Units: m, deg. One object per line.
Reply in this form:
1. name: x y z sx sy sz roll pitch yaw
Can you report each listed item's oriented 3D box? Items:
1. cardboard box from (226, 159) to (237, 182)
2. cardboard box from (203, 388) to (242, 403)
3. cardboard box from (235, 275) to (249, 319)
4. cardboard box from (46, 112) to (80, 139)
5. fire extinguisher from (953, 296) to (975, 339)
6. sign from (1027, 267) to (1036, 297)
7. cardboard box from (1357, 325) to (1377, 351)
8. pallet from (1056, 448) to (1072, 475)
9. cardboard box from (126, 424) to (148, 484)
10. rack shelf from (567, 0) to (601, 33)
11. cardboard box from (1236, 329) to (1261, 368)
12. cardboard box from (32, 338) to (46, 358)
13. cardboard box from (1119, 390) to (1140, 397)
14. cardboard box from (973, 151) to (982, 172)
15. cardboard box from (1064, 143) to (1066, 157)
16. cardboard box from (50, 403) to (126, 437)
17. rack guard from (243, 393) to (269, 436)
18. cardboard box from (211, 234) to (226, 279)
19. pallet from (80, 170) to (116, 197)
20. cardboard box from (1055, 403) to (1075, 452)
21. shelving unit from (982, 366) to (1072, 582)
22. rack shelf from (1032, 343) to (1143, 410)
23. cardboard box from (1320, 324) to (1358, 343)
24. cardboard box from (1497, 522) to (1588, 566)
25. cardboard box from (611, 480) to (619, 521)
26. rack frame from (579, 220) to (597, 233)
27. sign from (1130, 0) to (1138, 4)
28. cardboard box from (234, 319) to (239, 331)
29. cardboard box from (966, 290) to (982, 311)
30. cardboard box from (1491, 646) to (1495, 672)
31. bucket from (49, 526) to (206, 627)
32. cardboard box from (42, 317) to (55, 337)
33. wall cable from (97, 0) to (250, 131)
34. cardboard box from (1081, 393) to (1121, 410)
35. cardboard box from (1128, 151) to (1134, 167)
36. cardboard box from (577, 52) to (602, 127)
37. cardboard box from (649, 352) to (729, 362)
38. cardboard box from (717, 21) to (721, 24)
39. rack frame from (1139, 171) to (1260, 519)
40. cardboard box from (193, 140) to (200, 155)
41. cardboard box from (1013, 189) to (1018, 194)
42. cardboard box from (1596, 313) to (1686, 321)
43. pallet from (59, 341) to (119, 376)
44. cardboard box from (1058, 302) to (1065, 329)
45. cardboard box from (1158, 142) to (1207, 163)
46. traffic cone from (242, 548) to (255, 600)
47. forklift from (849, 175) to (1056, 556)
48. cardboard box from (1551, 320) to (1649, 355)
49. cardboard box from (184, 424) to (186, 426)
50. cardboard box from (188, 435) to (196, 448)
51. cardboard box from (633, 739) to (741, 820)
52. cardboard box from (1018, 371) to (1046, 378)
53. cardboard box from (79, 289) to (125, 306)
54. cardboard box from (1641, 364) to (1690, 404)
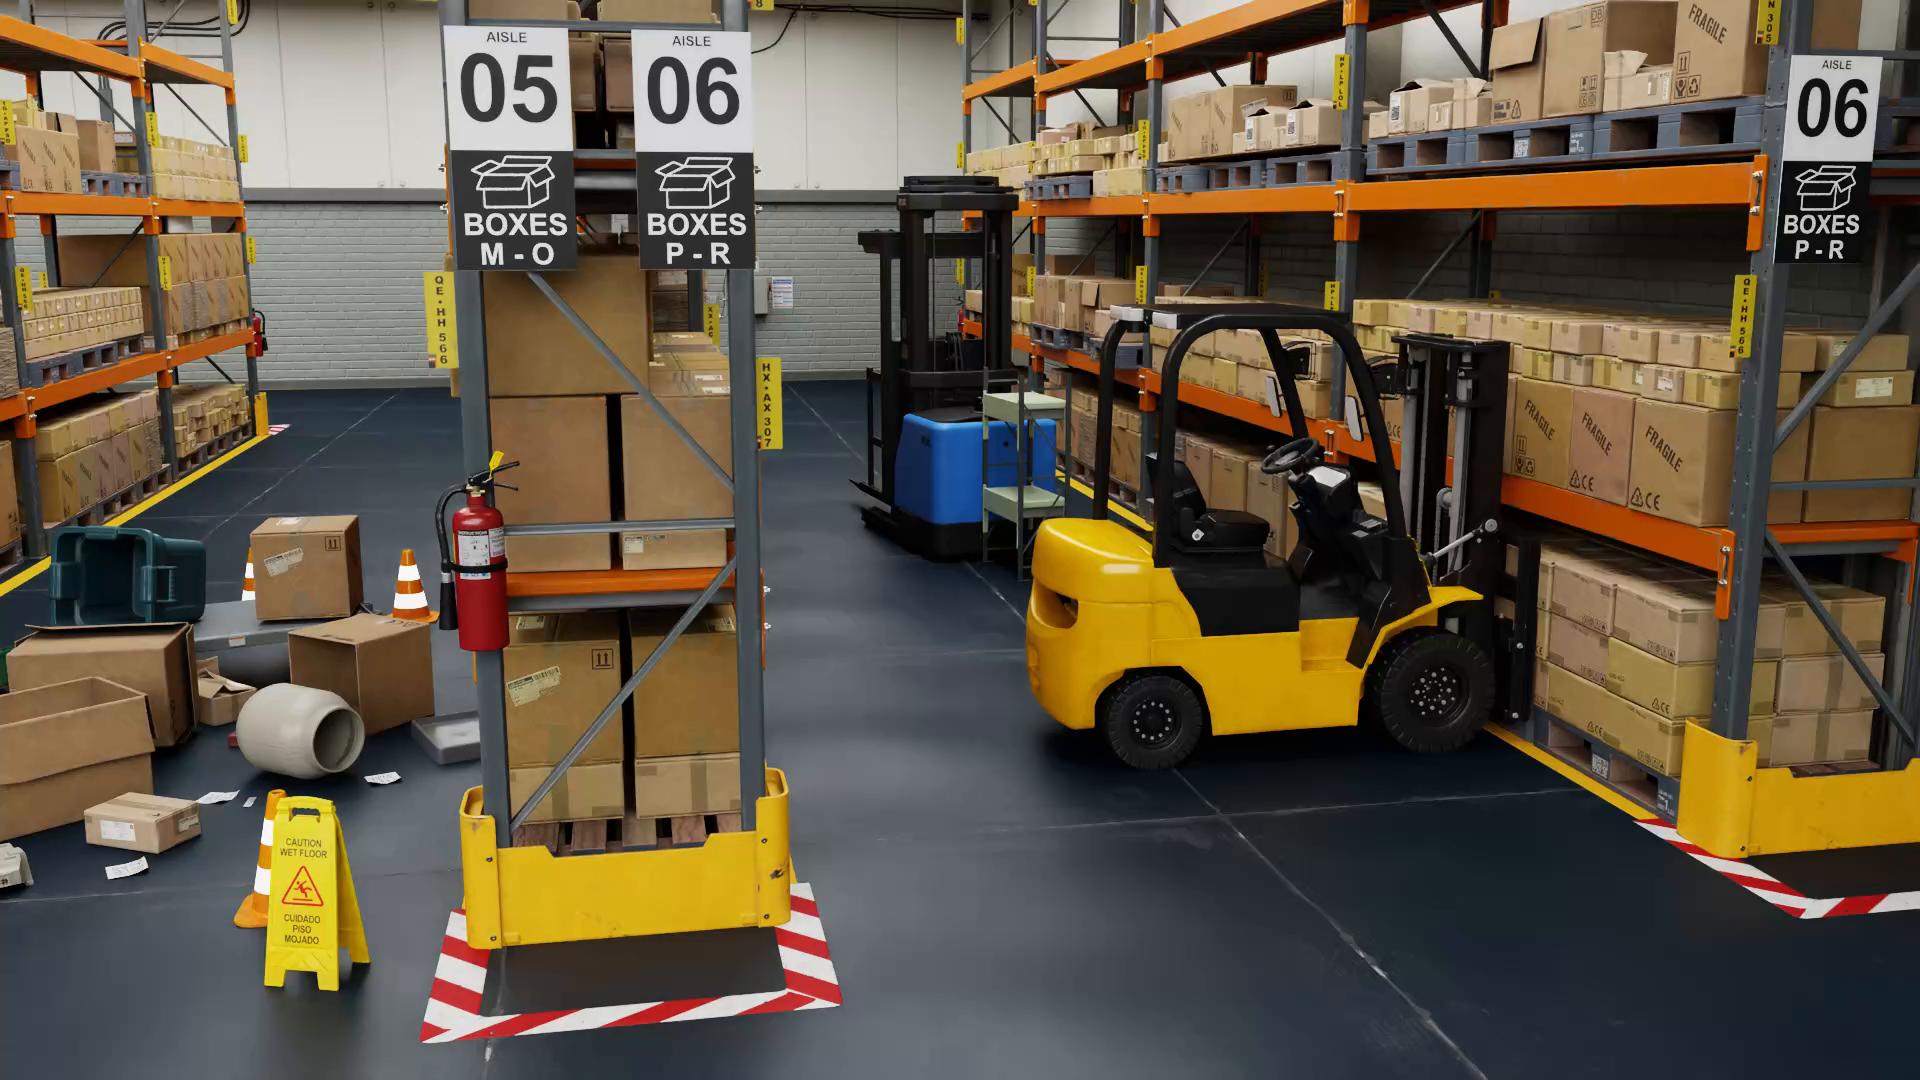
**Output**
1. cardboard box: -8.824 -4.346 19.550 0.500 0.250 0.500 -2 11 -13
2. cardboard box: -8.644 -1.695 19.490 0.380 0.149 0.250 -2 11 -12
3. cardboard box: -8.824 -2.898 19.837 0.500 0.500 0.500 -2 11 -10
4. cardboard box: -8.214 -3.485 14.561 0.797 0.503 0.637 -2 11 -12
5. fire extinguisher: 0.059 -2.945 22.349 0.296 0.674 0.183 -2 11 -11
6. sign: 0.788 -2.826 18.207 0.100 0.325 0.005 -2 11 -11
7. cardboard box: 2.679 -1.255 10.263 0.380 0.149 0.250 -2 11 -12
8. pallet: 1.514 -0.904 17.883 1.003 0.211 1.213 -2 11 -11
9. cardboard box: -7.895 -0.800 15.439 0.500 0.500 0.500 -2 11 -12
10. rack shelf: -2.383 -3.538 11.209 1.077 0.370 4.000 -2 11 -11
11. cardboard box: 2.327 -1.395 12.070 0.500 0.250 0.500 -2 11 -10
12. cardboard box: -7.549 -1.530 13.262 0.380 0.149 0.250 -2 11 -8
13. cardboard box: 1.862 -1.471 17.231 0.380 0.149 0.250 -2 11 -9
14. cardboard box: 0.461 -4.763 20.943 0.500 0.250 0.500 -2 11 -11
15. cardboard box: 1.259 -3.918 16.720 0.380 0.149 0.250 -2 11 -10
16. cardboard box: -7.789 -1.070 14.855 0.500 0.250 0.500 -3 11 -14
17. rack guard: -9.149 -1.534 20.419 1.175 0.500 0.348 -2 11 -11
18. cardboard box: -8.622 -3.199 18.747 0.500 0.500 0.500 -2 11 -8
19. pallet: -8.165 -3.116 14.527 1.213 0.211 1.003 -2 11 -11
20. cardboard box: 1.305 -1.206 17.573 0.500 0.500 0.500 -2 11 -12
21. shelving unit: 0.487 -0.511 12.370 0.431 1.500 0.755 -4 11 -19
22. rack shelf: 1.708 -1.702 16.539 1.077 0.370 4.000 -2 11 -11
23. cardboard box: 2.590 -1.377 10.907 0.380 0.149 0.250 -2 11 -9
24. cardboard box: 2.953 0.080 8.809 0.500 0.250 0.500 -2 11 -12
25. cardboard box: -1.677 -0.166 7.217 0.380 0.149 0.250 -2 11 -10
26. rack frame: -4.328 -2.974 21.302 1.000 3.000 0.127 -2 11 -11
27. sign: 1.862 -5.927 17.848 0.100 0.325 0.005 -2 11 -11
28. cardboard box: -8.811 -2.556 19.775 0.380 0.149 0.250 -2 11 -11
29. cardboard box: 0.365 -3.135 21.751 0.500 0.250 0.500 -2 11 -11
30. cardboard box: 2.952 0.571 8.907 0.500 0.250 0.500 -2 11 -9
31. bucket: -4.542 0.227 9.169 0.726 0.611 0.620 2 1 9
32. cardboard box: -7.614 -1.732 13.528 0.380 0.149 0.250 -2 11 -13
33. wall cable: -11.767 -8.304 24.654 2.277 5.999 0.120 -2 11 -11
34. cardboard box: 1.443 -1.406 16.890 0.380 0.149 0.250 -2 11 -9
35. cardboard box: 1.734 -3.438 15.048 0.380 0.149 0.250 -2 11 -10
36. cardboard box: -1.663 -1.763 6.519 0.500 0.250 0.500 -2 11 -12
37. cardboard box: -1.347 -0.613 7.834 0.500 0.500 0.500 -2 11 -12
38. cardboard box: -1.113 -1.997 6.682 0.380 0.149 0.250 -2 11 -11
39. rack frame: 2.097 -1.688 14.545 1.000 3.000 0.127 -2 11 -11
40. cardboard box: -8.533 -4.284 18.157 0.380 0.149 0.250 -2 11 -13
41. cardboard box: 0.827 -3.967 19.167 0.380 0.149 0.250 -2 11 -11
42. cardboard box: 3.524 -1.089 8.598 0.380 0.149 0.250 -2 11 -11
43. pallet: -8.033 -1.576 14.467 1.003 0.211 1.213 -2 11 -11
44. cardboard box: 1.212 -2.294 16.960 0.396 0.266 0.258 -2 11 -8
45. cardboard box: 1.867 -3.228 13.843 0.380 0.166 0.250 -2 11 -11
46. traffic cone: -4.645 0.279 10.991 0.336 0.463 0.334 -2 11 -11
47. forklift: -0.209 -1.550 13.999 1.130 2.935 3.031 -4 11 -19
48. cardboard box: 3.085 -0.976 8.006 0.380 0.149 0.250 -2 11 -10
49. cardboard box: -8.362 -1.159 17.469 0.380 0.149 0.250 -2 11 -11
50. cardboard box: -8.292 -1.019 17.530 0.380 0.149 0.250 -2 11 -11
51. cardboard box: -1.101 0.947 6.932 0.500 0.250 0.500 -2 11 -11
52. cardboard box: 0.695 -1.860 21.009 0.700 0.500 0.500 -2 11 -9
53. cardboard box: -8.014 -2.254 15.475 0.380 0.149 0.250 -2 11 -13
54. cardboard box: 3.231 -0.688 7.287 0.380 0.149 0.250 -2 11 -10
